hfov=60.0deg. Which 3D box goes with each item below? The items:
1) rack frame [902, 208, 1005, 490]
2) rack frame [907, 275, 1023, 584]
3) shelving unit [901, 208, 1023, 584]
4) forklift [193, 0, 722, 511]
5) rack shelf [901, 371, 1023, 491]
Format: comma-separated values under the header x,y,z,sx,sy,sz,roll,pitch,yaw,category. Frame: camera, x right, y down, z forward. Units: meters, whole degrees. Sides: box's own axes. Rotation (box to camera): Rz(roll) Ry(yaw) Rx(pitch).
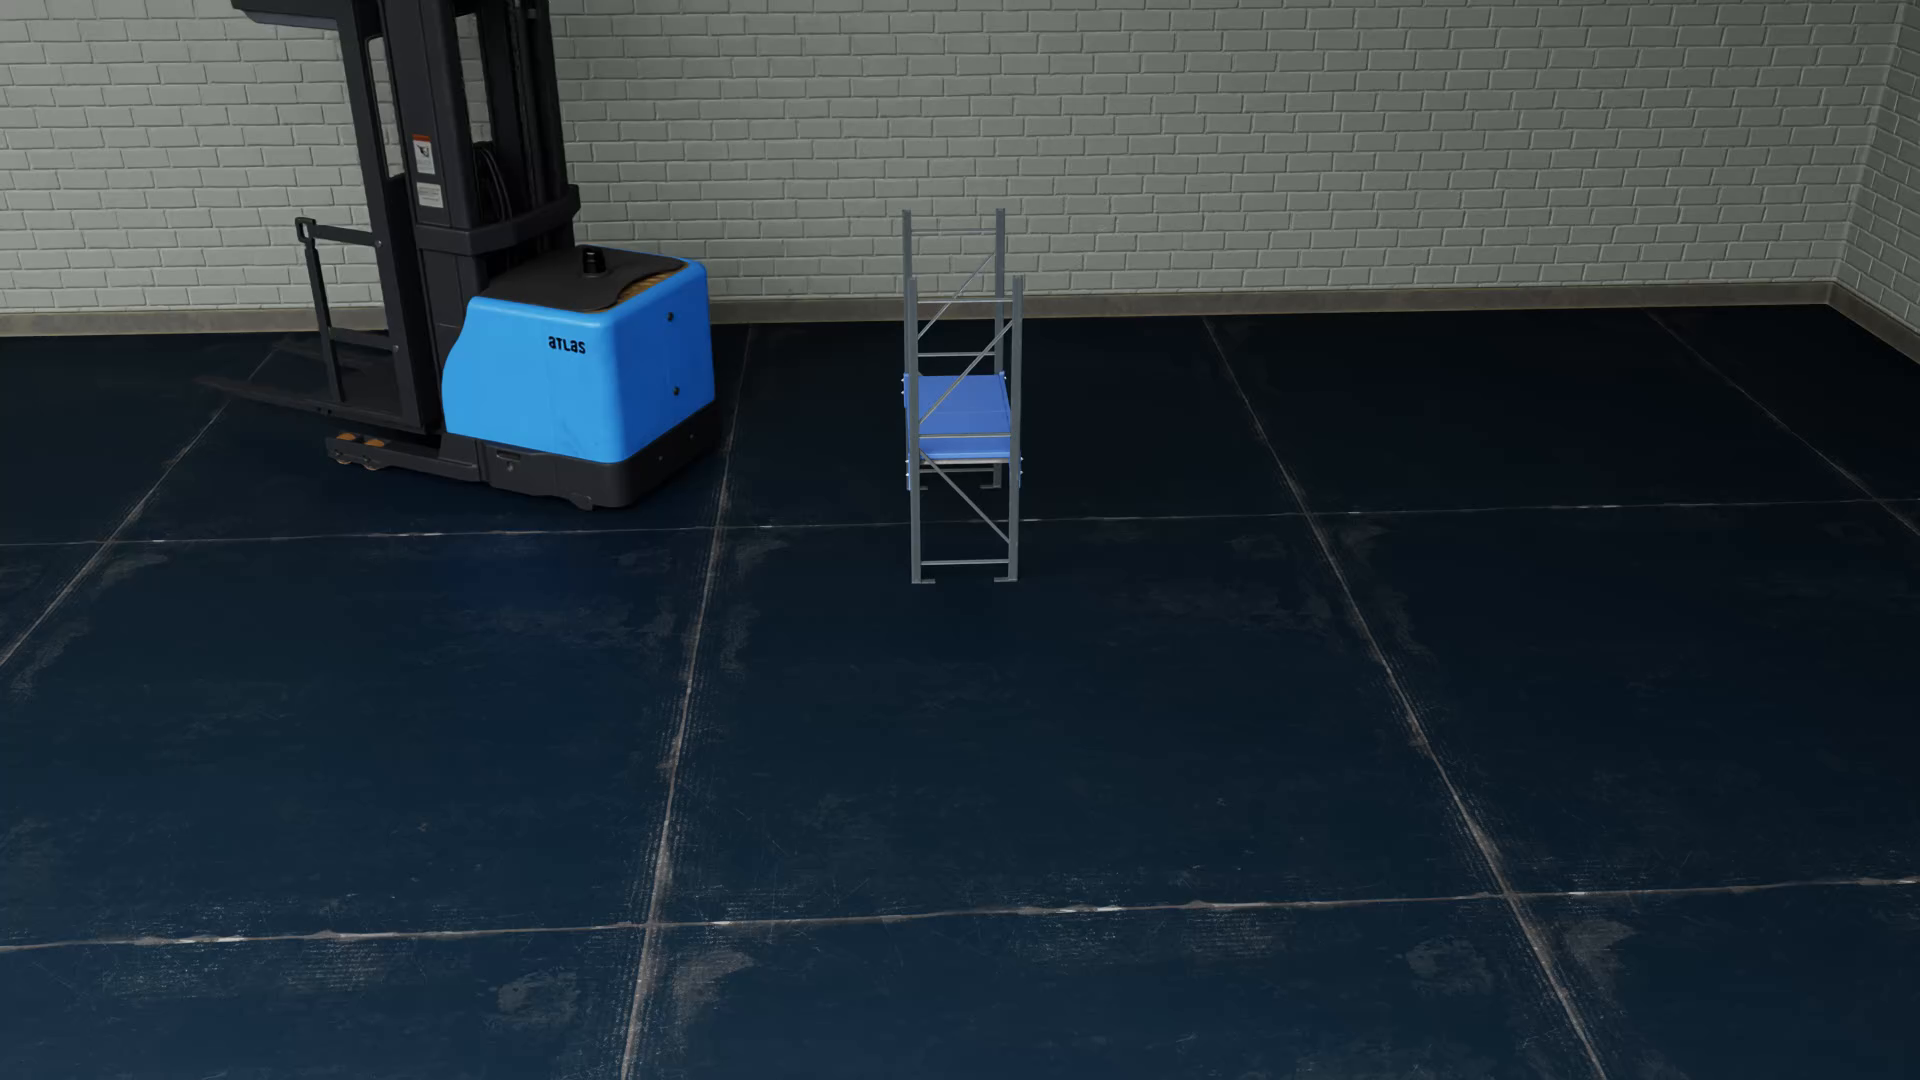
x,y,z,sx,sy,sz,roll,pitch,yaw,category
-0.031,-0.939,8.429,0.500,1.500,0.032,-1,28,-3,rack frame
0.022,-0.470,7.529,0.500,1.500,0.032,-1,28,-3,rack frame
-0.004,-0.704,7.979,0.538,1.500,1.048,-1,28,-3,shelving unit
-2.881,-1.885,8.694,3.031,2.935,1.130,11,30,21,forklift
-0.004,-0.545,8.062,0.538,0.185,1.000,-1,28,-3,rack shelf
